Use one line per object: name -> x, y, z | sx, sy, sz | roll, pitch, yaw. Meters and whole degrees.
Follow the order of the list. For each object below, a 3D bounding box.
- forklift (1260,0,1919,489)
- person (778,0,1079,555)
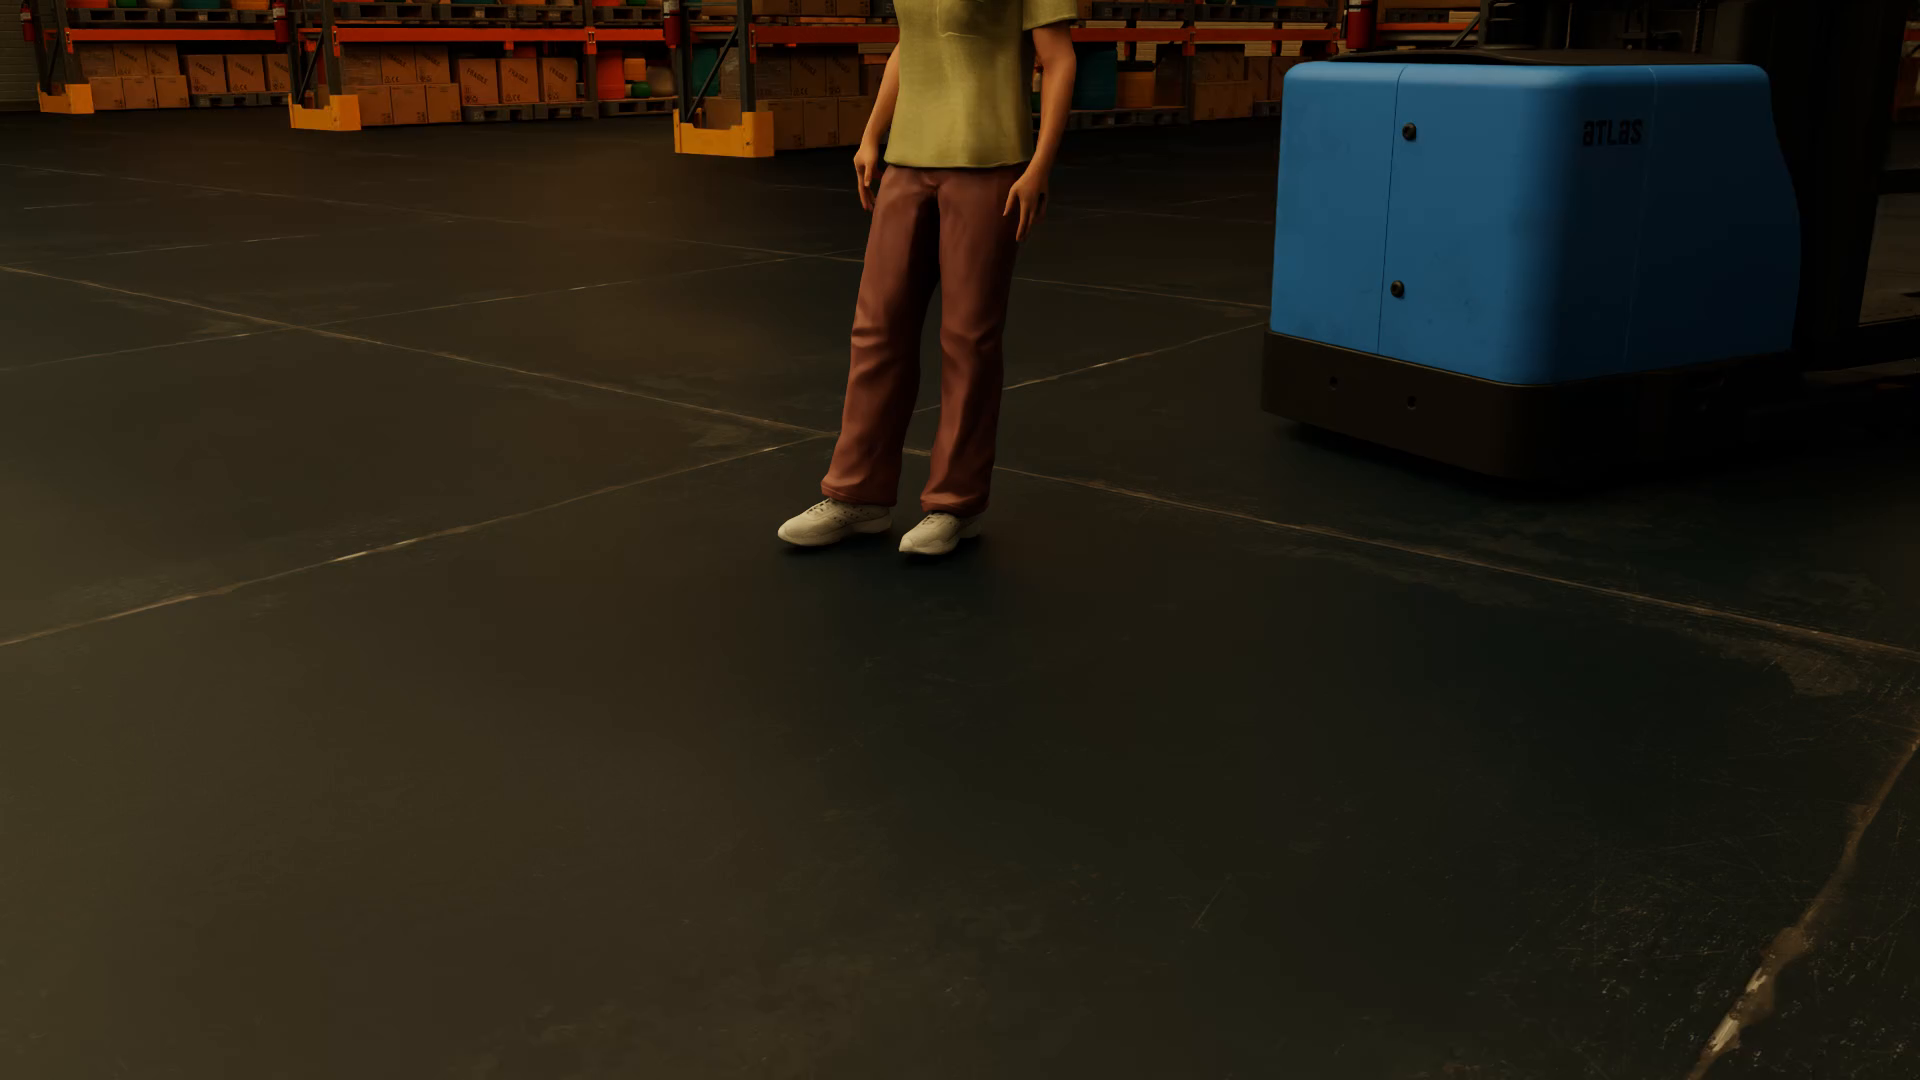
forklift -> 2.436, -1.827, 4.913 | 3.031, 2.935, 1.130 | -10, 19, -29
person -> -0.056, -0.794, 3.649 | 0.553, 1.673, 0.548 | 13, 21, 37
